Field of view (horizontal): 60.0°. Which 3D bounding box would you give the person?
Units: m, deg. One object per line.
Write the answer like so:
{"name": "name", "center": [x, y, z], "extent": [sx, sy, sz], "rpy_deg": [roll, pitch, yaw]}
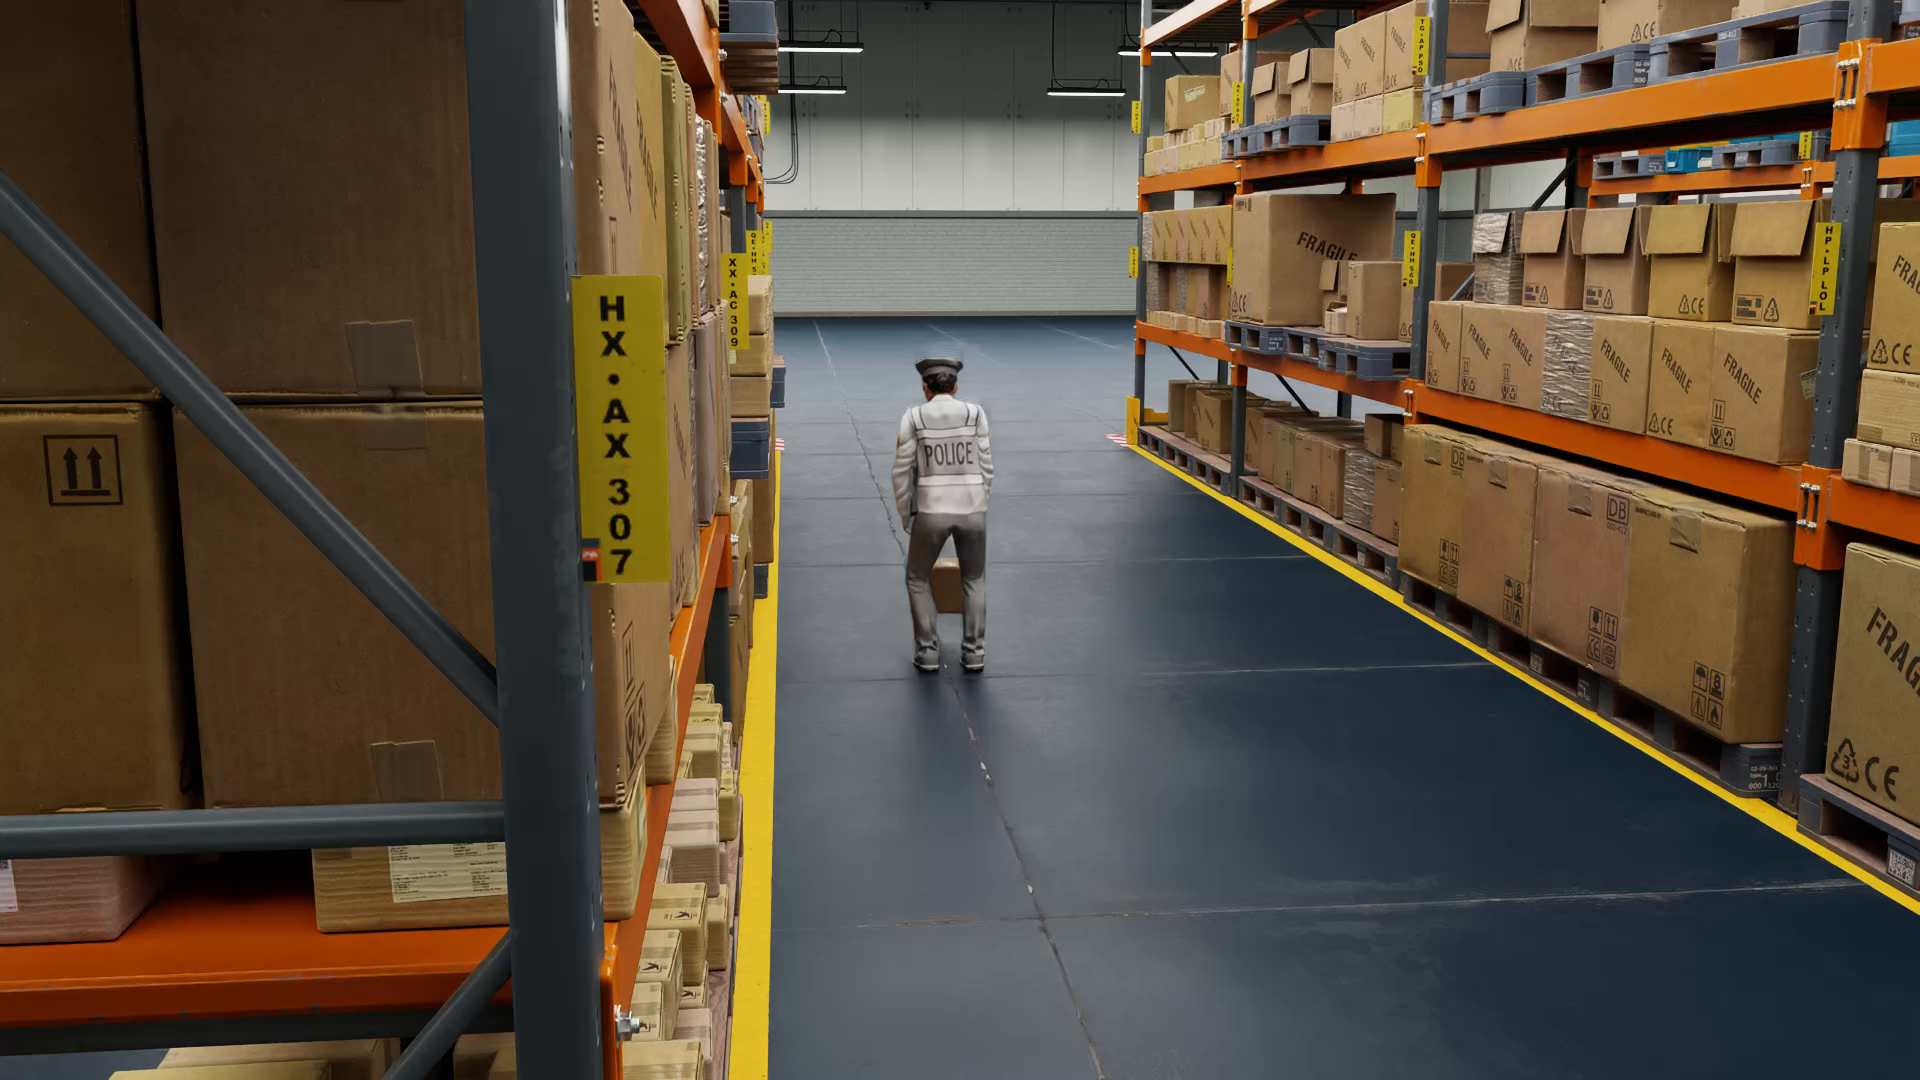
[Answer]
{"name": "person", "center": [-0.088, -0.126, 8.400], "extent": [0.516, 1.576, 0.526], "rpy_deg": [-1, 10, -6]}
